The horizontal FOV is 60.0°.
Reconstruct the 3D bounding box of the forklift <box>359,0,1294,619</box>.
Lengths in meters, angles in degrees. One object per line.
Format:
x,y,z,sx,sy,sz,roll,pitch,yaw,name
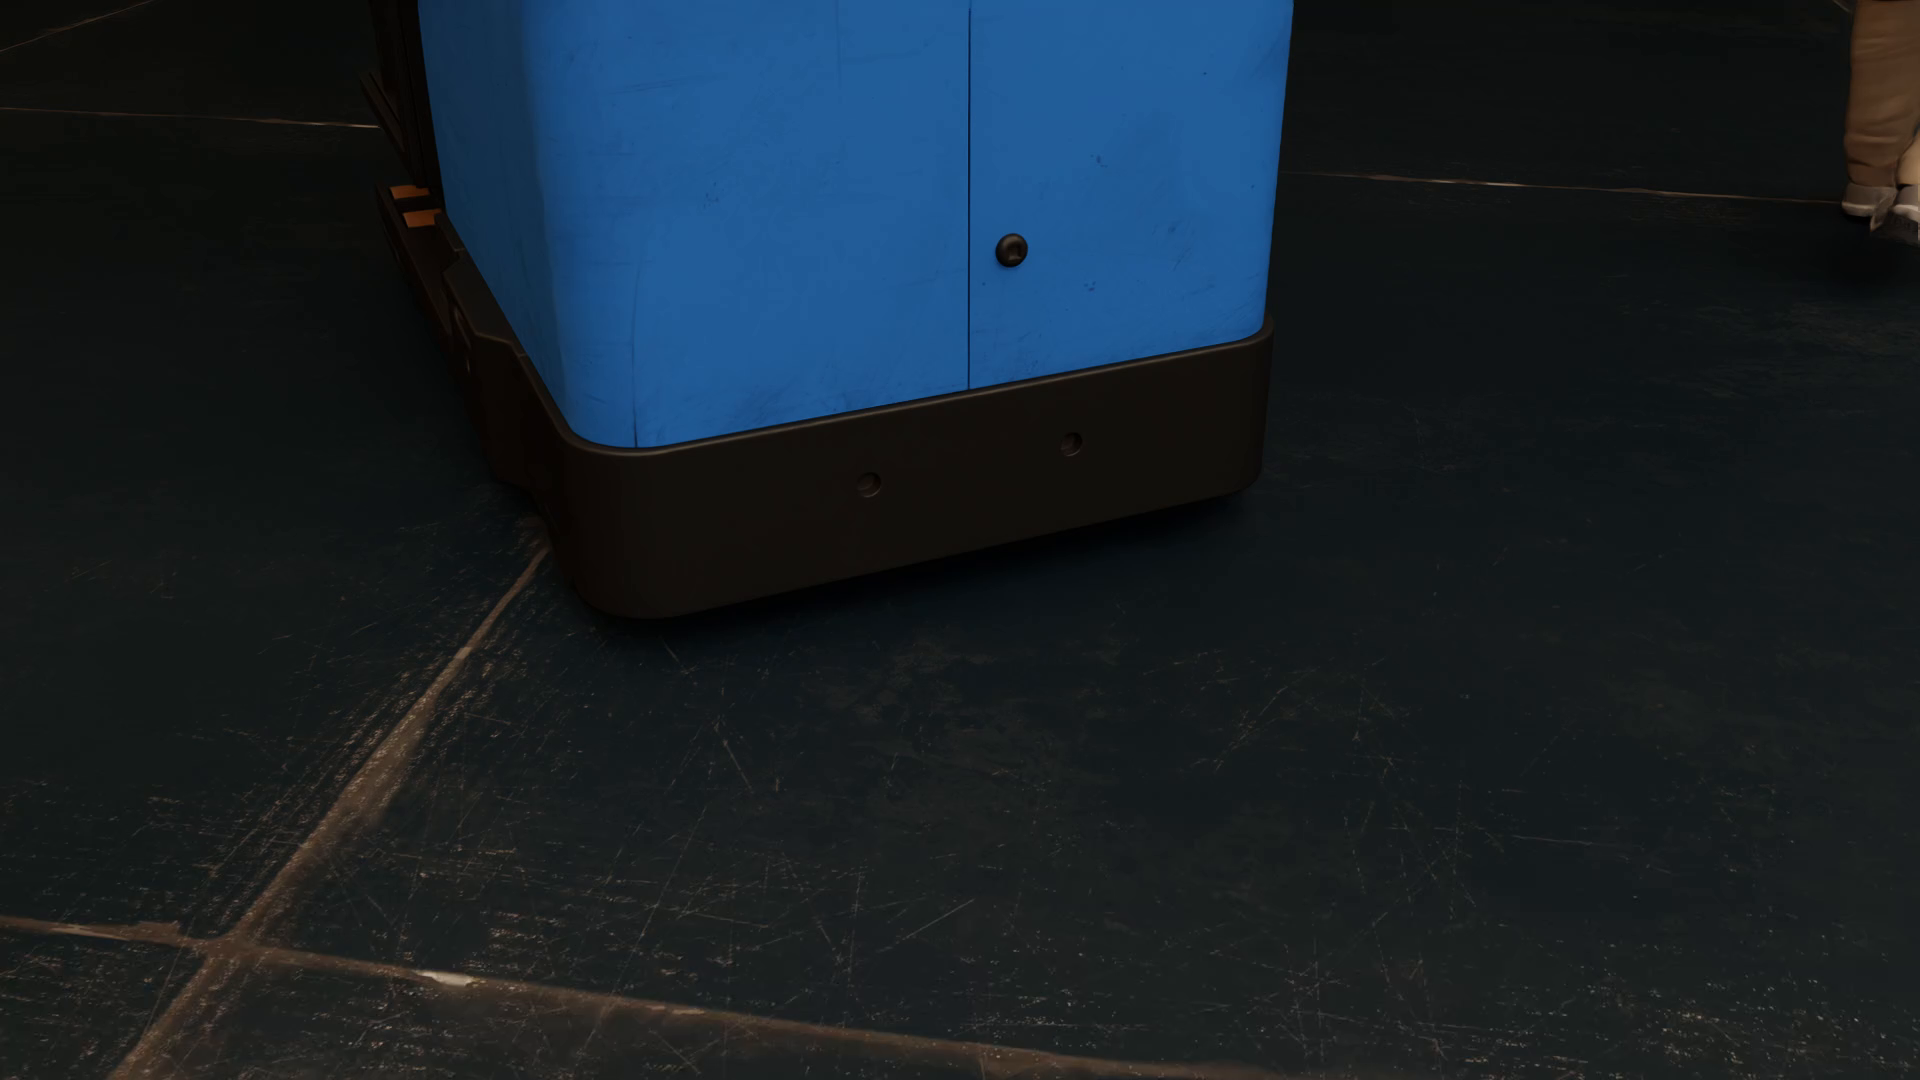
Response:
-0.605,-1.872,2.854,1.130,2.935,3.031,-12,31,-21,forklift

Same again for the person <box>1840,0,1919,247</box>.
2.020,-1.384,3.327,0.598,1.651,0.842,20,34,31,person
